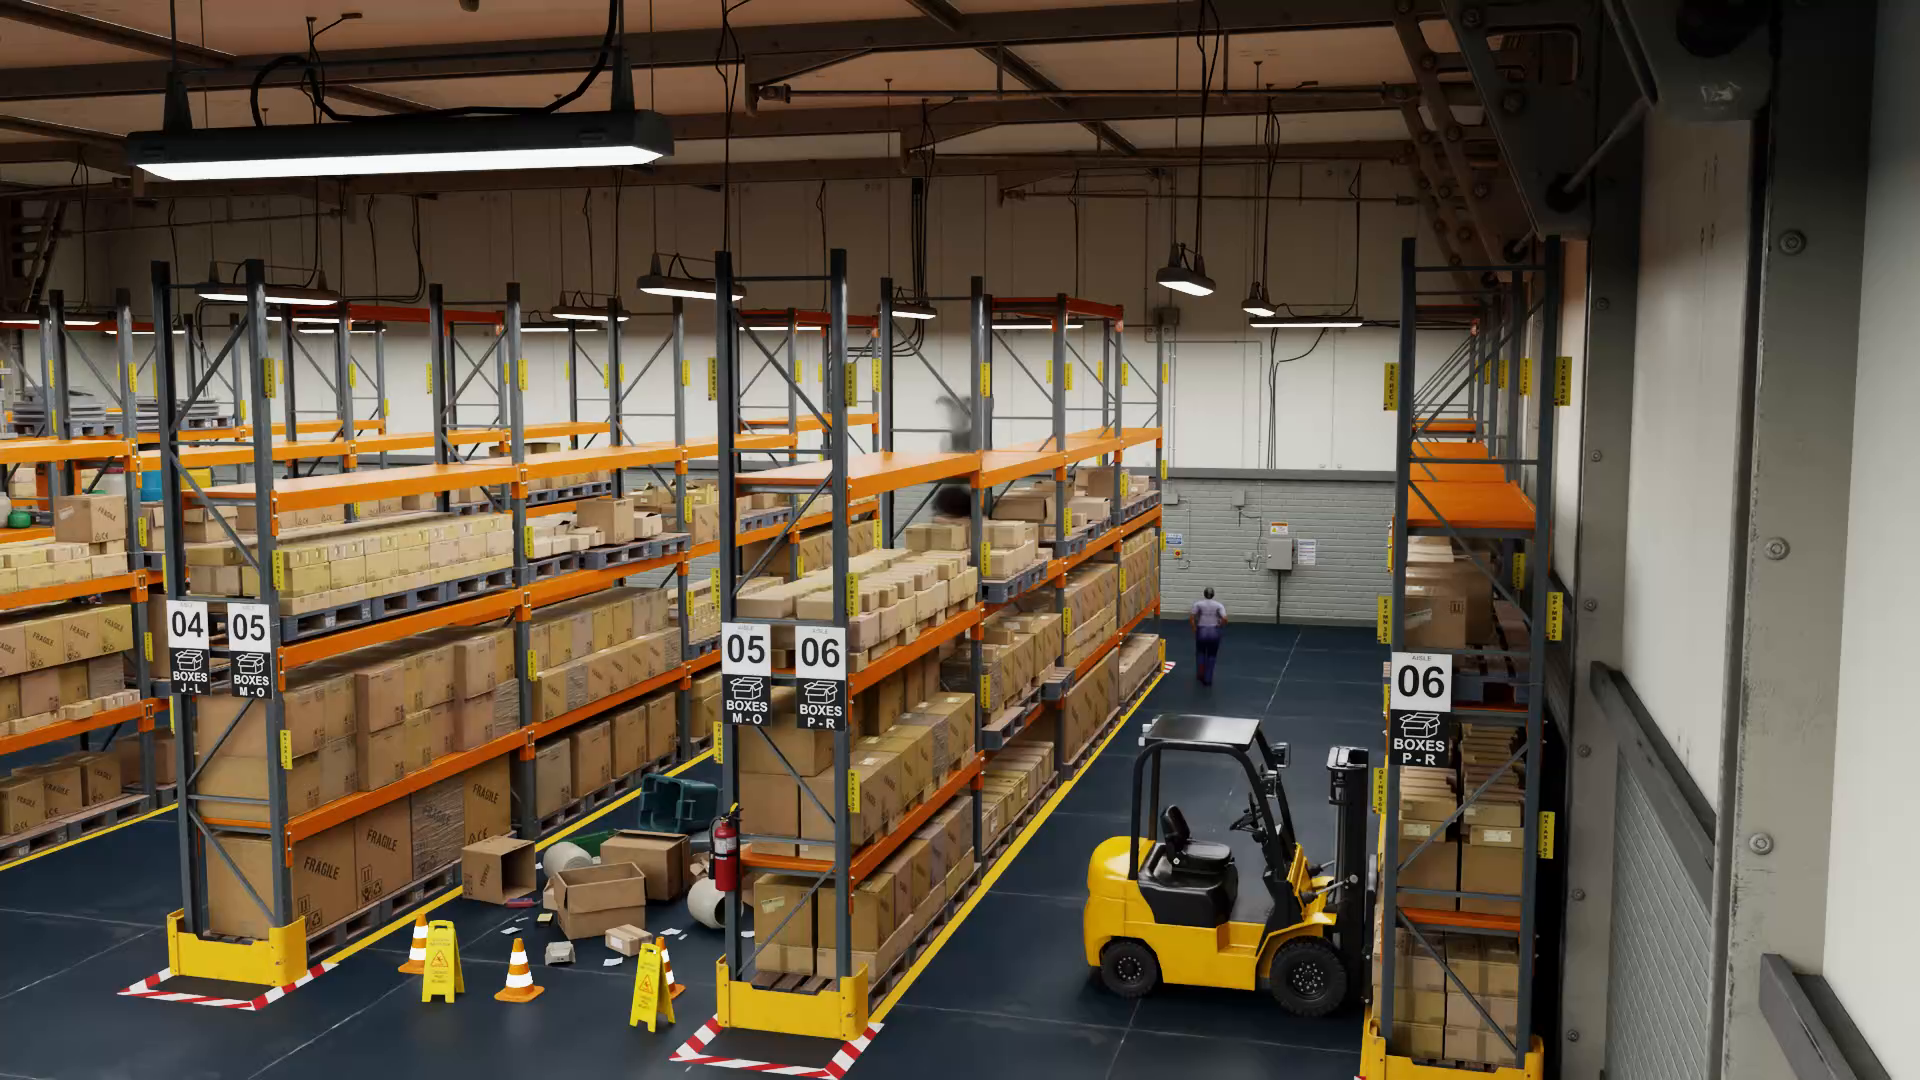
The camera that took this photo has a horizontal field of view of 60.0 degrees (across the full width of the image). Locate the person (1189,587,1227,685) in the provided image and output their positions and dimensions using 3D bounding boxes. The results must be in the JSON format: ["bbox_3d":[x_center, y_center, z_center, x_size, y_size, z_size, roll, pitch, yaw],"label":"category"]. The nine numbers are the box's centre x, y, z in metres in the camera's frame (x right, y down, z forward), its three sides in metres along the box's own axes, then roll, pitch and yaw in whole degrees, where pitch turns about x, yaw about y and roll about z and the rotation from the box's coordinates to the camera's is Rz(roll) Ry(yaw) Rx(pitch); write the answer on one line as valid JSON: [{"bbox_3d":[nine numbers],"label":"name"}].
[{"bbox_3d":[4.001,1.548,26.815,0.610,1.598,0.564,1,6,10],"label":"person"}]
